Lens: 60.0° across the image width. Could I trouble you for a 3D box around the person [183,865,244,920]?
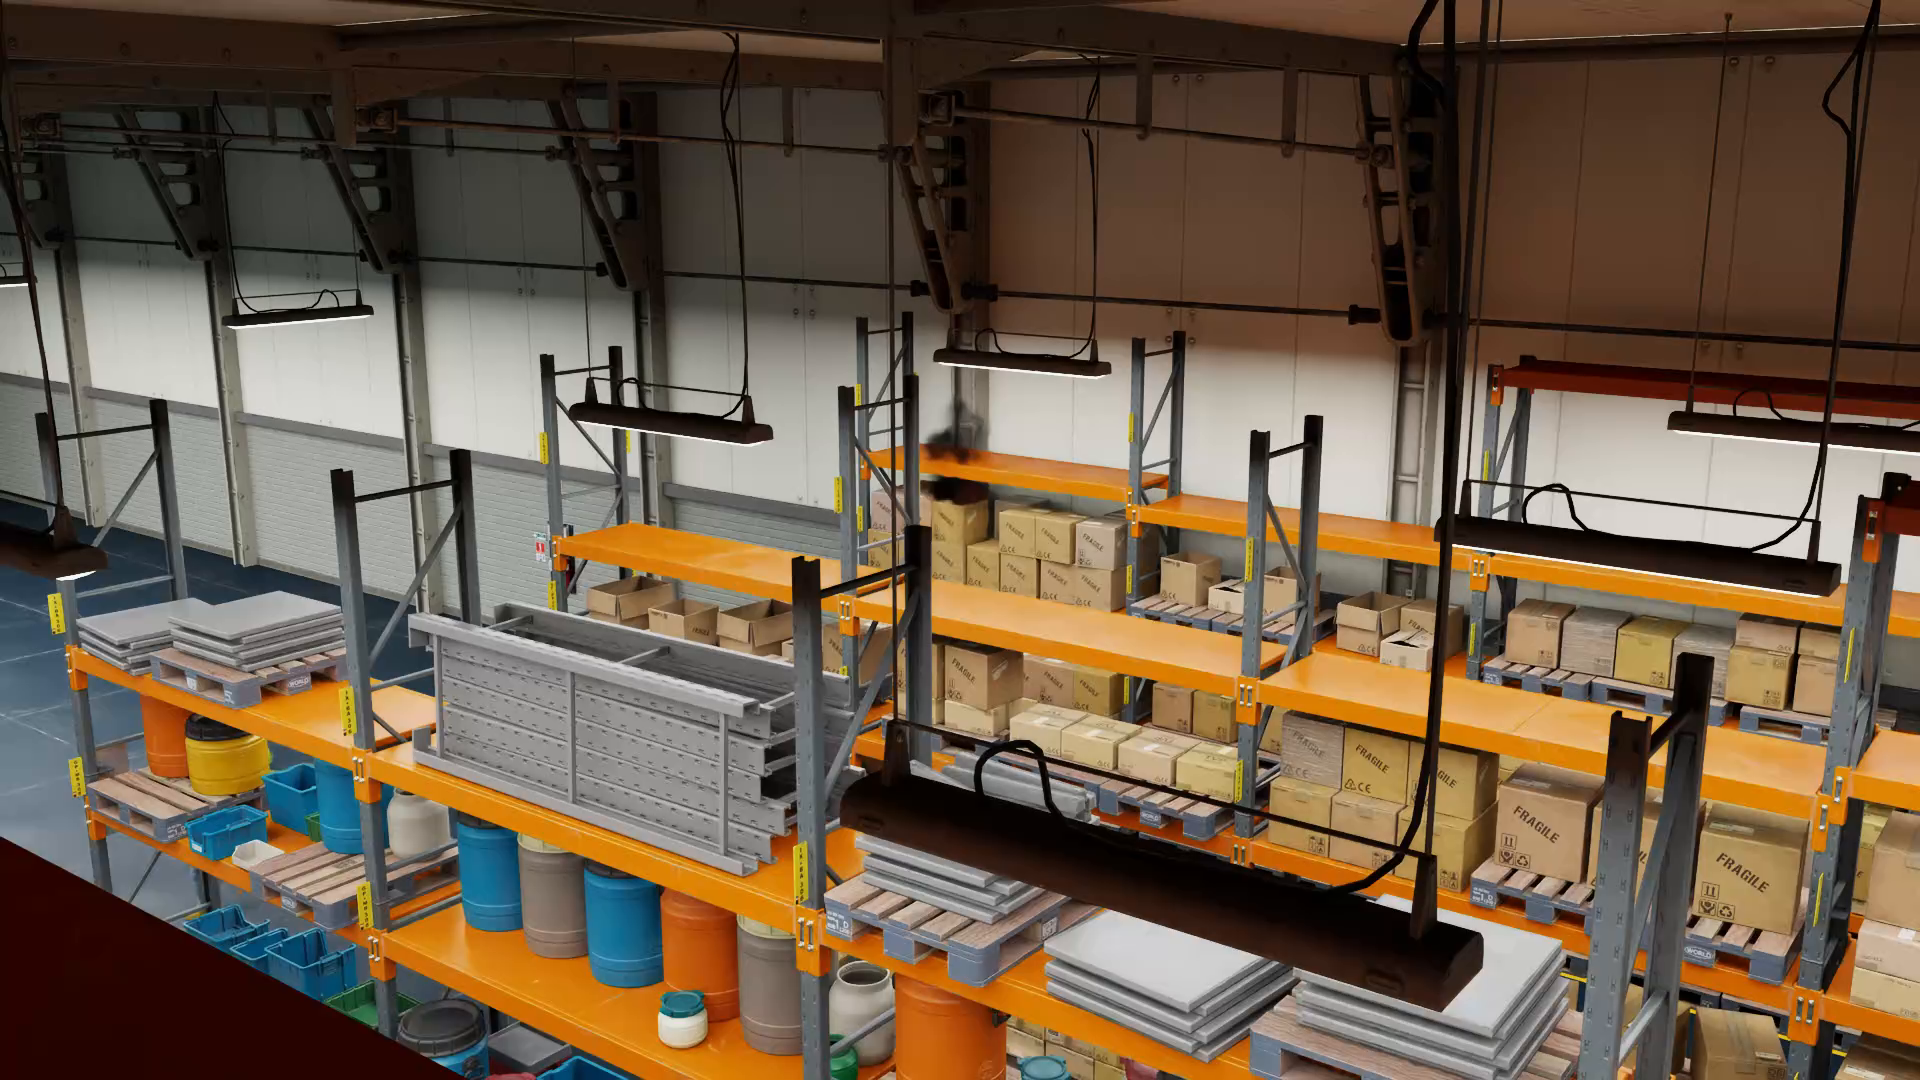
[{"bbox_3d":[-7.971,3.176,17.781,0.772,1.752,0.705,-6,14,-25],"label":"person"}]
